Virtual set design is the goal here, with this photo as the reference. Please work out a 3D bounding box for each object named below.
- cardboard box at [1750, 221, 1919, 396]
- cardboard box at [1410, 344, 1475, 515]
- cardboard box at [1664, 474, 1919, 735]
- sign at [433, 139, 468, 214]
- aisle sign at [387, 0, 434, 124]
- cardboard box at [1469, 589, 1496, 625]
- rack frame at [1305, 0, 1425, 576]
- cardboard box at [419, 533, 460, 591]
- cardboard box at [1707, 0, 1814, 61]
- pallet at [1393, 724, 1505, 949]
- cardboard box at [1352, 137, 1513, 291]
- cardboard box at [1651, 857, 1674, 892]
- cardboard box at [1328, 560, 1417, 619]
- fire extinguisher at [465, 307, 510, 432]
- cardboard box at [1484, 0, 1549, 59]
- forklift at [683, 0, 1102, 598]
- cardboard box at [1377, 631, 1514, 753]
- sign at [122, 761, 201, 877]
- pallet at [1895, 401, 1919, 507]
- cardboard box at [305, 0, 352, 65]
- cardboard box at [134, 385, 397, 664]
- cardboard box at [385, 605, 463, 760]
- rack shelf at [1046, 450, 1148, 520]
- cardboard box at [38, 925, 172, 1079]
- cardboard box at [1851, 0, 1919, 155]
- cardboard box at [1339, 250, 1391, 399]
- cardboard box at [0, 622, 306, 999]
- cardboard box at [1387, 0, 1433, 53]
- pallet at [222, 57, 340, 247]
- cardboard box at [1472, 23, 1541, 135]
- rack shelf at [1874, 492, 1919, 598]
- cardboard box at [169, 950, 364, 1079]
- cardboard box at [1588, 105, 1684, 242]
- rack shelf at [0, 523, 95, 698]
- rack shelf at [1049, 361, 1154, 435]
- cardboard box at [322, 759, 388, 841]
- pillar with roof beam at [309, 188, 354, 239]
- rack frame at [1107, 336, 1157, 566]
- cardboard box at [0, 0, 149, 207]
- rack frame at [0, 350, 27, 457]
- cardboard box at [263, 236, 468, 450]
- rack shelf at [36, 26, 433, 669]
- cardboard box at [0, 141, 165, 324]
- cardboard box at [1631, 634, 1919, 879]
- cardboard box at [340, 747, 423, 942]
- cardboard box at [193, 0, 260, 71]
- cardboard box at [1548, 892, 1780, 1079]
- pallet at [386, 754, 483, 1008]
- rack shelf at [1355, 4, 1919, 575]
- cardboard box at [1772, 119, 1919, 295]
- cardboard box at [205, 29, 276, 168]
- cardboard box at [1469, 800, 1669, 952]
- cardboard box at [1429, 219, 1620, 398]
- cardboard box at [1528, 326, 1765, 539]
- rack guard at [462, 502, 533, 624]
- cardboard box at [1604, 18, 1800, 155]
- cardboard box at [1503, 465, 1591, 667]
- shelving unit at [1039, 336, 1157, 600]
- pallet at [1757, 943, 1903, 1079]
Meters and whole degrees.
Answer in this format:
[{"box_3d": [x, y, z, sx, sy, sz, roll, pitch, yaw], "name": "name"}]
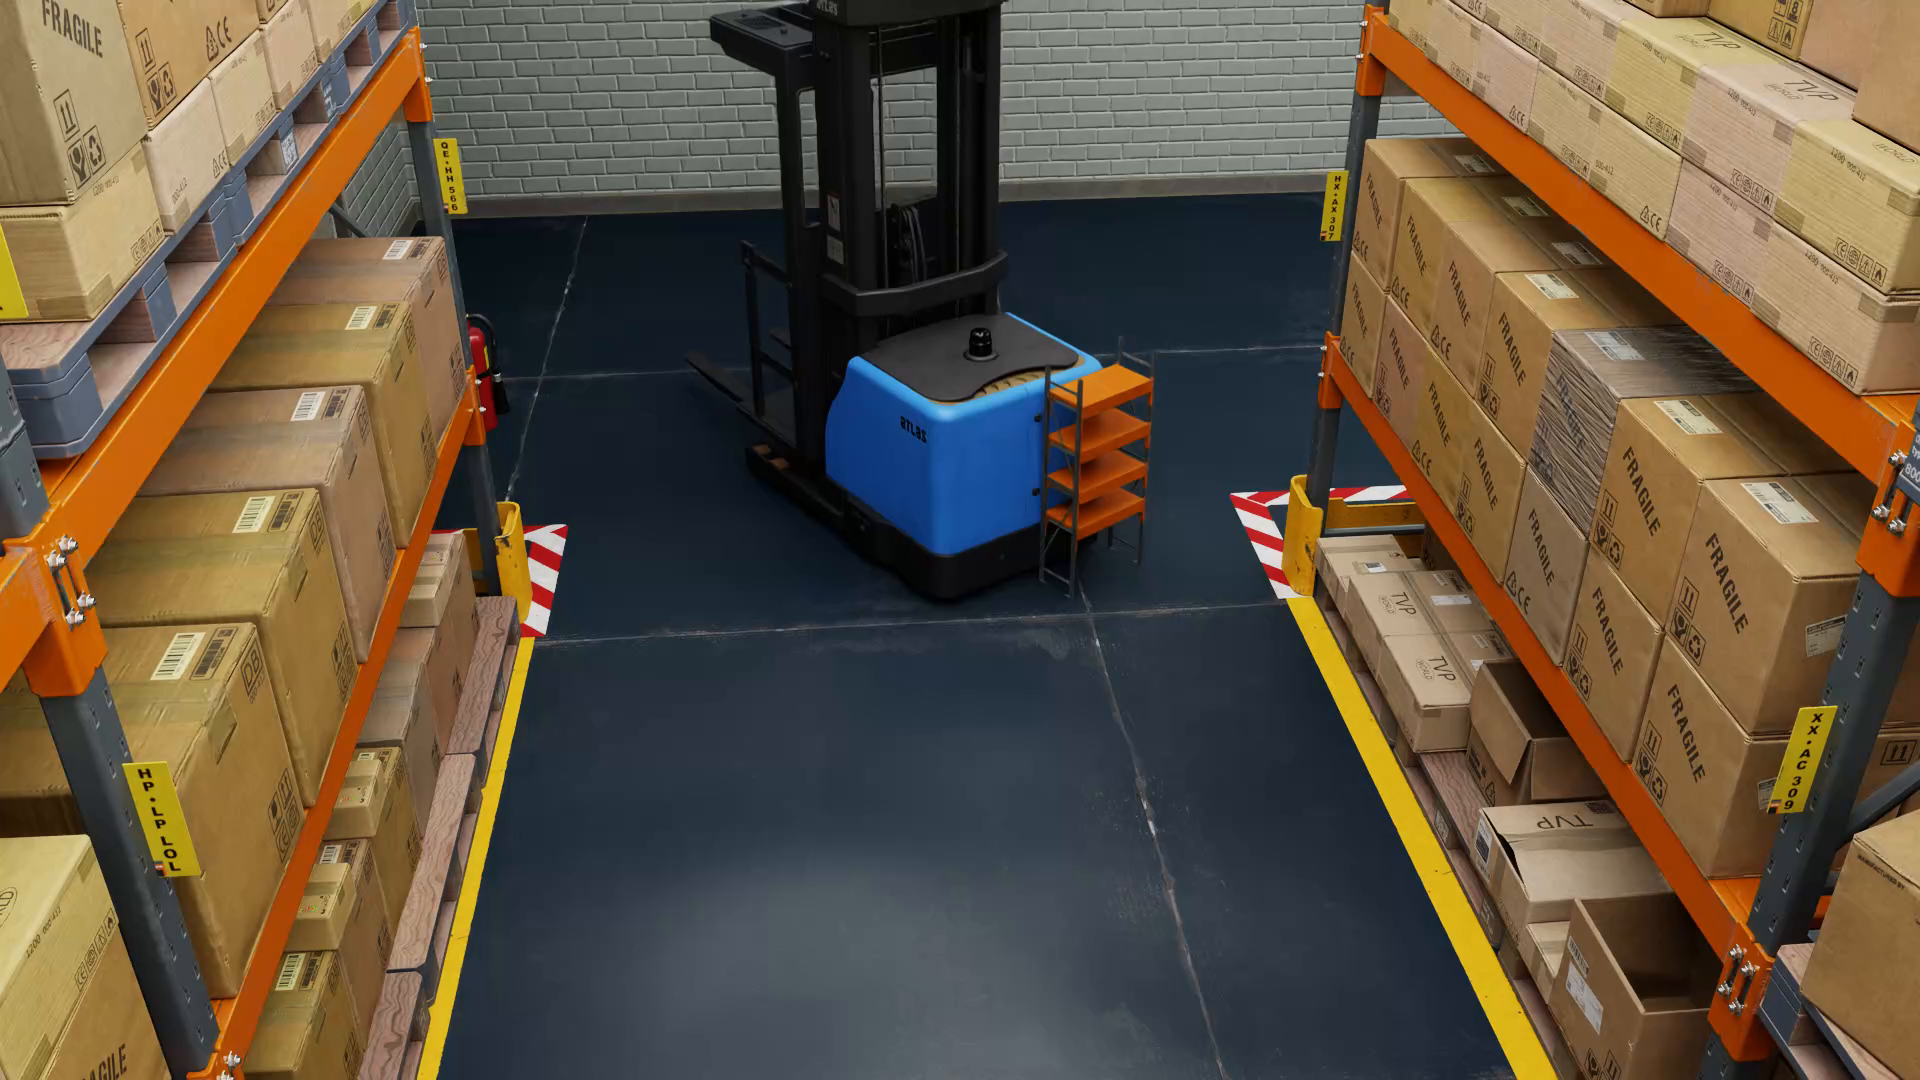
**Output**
[{"box_3d": [2.294, -0.576, 4.010, 0.500, 0.250, 0.500, -3, 31, -5], "name": "cardboard box"}, {"box_3d": [2.107, -0.443, 6.470, 0.500, 0.500, 0.500, -3, 31, -5], "name": "cardboard box"}, {"box_3d": [2.299, 0.165, 4.476, 0.500, 0.500, 0.500, -3, 31, -4], "name": "cardboard box"}, {"box_3d": [-2.159, -1.538, 7.039, 0.100, 0.325, 0.005, -3, 31, -5], "name": "sign"}, {"box_3d": [-2.409, -2.087, 6.784, 0.394, 0.787, 0.004, -3, 31, -5], "name": "aisle sign"}, {"box_3d": [2.475, 0.345, 7.581, 0.380, 0.166, 0.250, -3, 31, -5], "name": "cardboard box"}, {"box_3d": [2.231, -1.159, 7.766, 1.000, 3.000, 0.127, -3, 31, -5], "name": "rack frame"}, {"box_3d": [-2.343, 0.104, 7.047, 0.380, 0.149, 0.250, -3, 31, -5], "name": "cardboard box"}, {"box_3d": [2.563, -1.640, 4.574, 0.700, 0.500, 0.500, -3, 31, -5], "name": "cardboard box"}, {"box_3d": [2.424, 1.105, 6.694, 1.003, 0.211, 1.213, -3, 31, -5], "name": "pallet"}, {"box_3d": [2.010, -1.392, 7.083, 0.500, 0.500, 0.500, -2, 31, -3], "name": "cardboard box"}, {"box_3d": [2.690, 1.245, 6.075, 0.380, 0.166, 0.250, -3, 31, -5], "name": "cardboard box"}, {"box_3d": [1.951, 0.226, 7.780, 0.380, 0.166, 0.250, -3, 31, -5], "name": "cardboard box"}, {"box_3d": [-2.256, -0.826, 7.647, 0.296, 0.674, 0.183, -3, 31, -5], "name": "fire extinguisher"}, {"box_3d": [2.112, -1.812, 5.592, 0.500, 0.250, 0.500, -3, 31, -5], "name": "cardboard box"}, {"box_3d": [-0.550, -1.678, 8.701, 1.130, 2.935, 3.031, -20, 36, -30], "name": "forklift"}, {"box_3d": [2.092, 0.634, 7.016, 0.500, 0.250, 0.500, -3, 31, -5], "name": "cardboard box"}, {"box_3d": [-1.788, 0.628, 3.721, 0.100, 0.325, 0.005, -3, 31, -5], "name": "sign"}, {"box_3d": [2.595, 0.012, 3.063, 1.213, 0.211, 1.003, -3, 31, -5], "name": "pallet"}, {"box_3d": [-2.318, -1.740, 5.452, 0.500, 0.250, 0.500, -4, 31, -6], "name": "cardboard box"}, {"box_3d": [-2.502, -0.028, 5.580, 0.980, 0.700, 0.700, -4, 31, -7], "name": "cardboard box"}, {"box_3d": [-2.489, 0.581, 6.880, 0.700, 0.500, 0.500, -3, 31, -5], "name": "cardboard box"}, {"box_3d": [0.668, -0.289, 8.194, 0.480, 0.148, 0.258, -24, 38, -34], "name": "rack shelf"}, {"box_3d": [-2.033, 1.167, 3.465, 0.500, 0.500, 0.500, -3, 31, -5], "name": "cardboard box"}, {"box_3d": [2.521, -1.123, 3.708, 0.700, 0.500, 0.500, -3, 31, -5], "name": "cardboard box"}, {"box_3d": [2.010, -0.963, 7.340, 0.500, 0.500, 0.500, -2, 31, -4], "name": "cardboard box"}, {"box_3d": [-2.362, 0.716, 4.334, 0.980, 0.700, 0.700, -2, 31, -4], "name": "cardboard box"}, {"box_3d": [2.026, -2.108, 6.575, 0.500, 0.250, 0.500, -3, 31, -5], "name": "cardboard box"}, {"box_3d": [-2.504, -1.167, 4.940, 1.003, 0.211, 1.213, -3, 31, -5], "name": "pallet"}, {"box_3d": [2.108, -1.597, 5.720, 0.500, 0.250, 0.500, -3, 31, -5], "name": "cardboard box"}, {"box_3d": [2.791, 0.925, 2.052, 1.077, 0.370, 4.000, -3, 31, -5], "name": "rack shelf"}, {"box_3d": [-2.295, 1.628, 5.127, 0.700, 0.500, 0.500, -2, 31, -4], "name": "cardboard box"}, {"box_3d": [2.203, -1.087, 4.865, 0.500, 0.250, 0.500, -3, 31, -5], "name": "cardboard box"}, {"box_3d": [-2.140, 1.164, 1.652, 1.077, 0.370, 4.000, -3, 31, -5], "name": "rack shelf"}, {"box_3d": [0.668, -0.684, 7.957, 0.480, 0.148, 0.258, -24, 38, -34], "name": "rack shelf"}, {"box_3d": [-2.194, 0.900, 5.714, 0.380, 0.149, 0.250, -4, 31, -6], "name": "cardboard box"}, {"box_3d": [0.472, -5.039, 8.411, 9.100, 9.000, 0.400, -3, 31, -5], "name": "pillar with roof beam"}, {"box_3d": [0.853, -0.428, 8.296, 0.015, 1.200, 0.240, -24, 38, -34], "name": "rack frame"}, {"box_3d": [-2.115, -1.024, 3.522, 0.500, 0.500, 0.500, -3, 31, -5], "name": "cardboard box"}, {"box_3d": [-2.327, -1.453, 2.408, 1.000, 3.000, 0.127, -3, 31, -5], "name": "rack frame"}, {"box_3d": [-2.643, -0.789, 6.853, 0.980, 0.700, 0.700, -1, 31, -2], "name": "cardboard box"}, {"box_3d": [-2.514, -0.878, 5.071, 1.077, 0.370, 4.000, -3, 31, -5], "name": "rack shelf"}, {"box_3d": [-2.129, -0.690, 3.694, 0.500, 0.250, 0.500, -3, 31, -5], "name": "cardboard box"}, {"box_3d": [2.302, 0.597, 4.728, 0.500, 0.500, 0.500, -2, 31, -4], "name": "cardboard box"}, {"box_3d": [-2.384, 1.110, 5.995, 0.700, 0.500, 0.500, -2, 31, -3], "name": "cardboard box"}, {"box_3d": [-2.220, -1.538, 4.382, 0.500, 0.500, 0.500, -3, 31, -4], "name": "cardboard box"}, {"box_3d": [2.269, 1.490, 5.339, 0.500, 0.500, 0.500, -3, 31, -5], "name": "cardboard box"}, {"box_3d": [-2.438, 1.303, 6.363, 1.003, 0.211, 1.213, -3, 31, -5], "name": "pallet"}, {"box_3d": [2.418, -1.117, 5.471, 1.077, 0.370, 4.000, -3, 31, -5], "name": "rack shelf"}, {"box_3d": [2.289, -0.790, 3.882, 0.500, 0.250, 0.500, -3, 31, -5], "name": "cardboard box"}, {"box_3d": [-2.218, -1.212, 4.568, 0.500, 0.250, 0.500, -4, 31, -6], "name": "cardboard box"}, {"box_3d": [2.199, 1.188, 6.029, 0.500, 0.311, 0.500, -3, 31, -5], "name": "cardboard box"}, {"box_3d": [2.108, -0.870, 6.209, 0.500, 0.500, 0.500, -2, 31, -4], "name": "cardboard box"}, {"box_3d": [2.202, -0.354, 5.345, 0.500, 0.500, 0.500, -3, 31, -4], "name": "cardboard box"}, {"box_3d": [-2.703, 0.141, 8.027, 1.175, 0.500, 0.348, -3, 31, -5], "name": "rack guard"}, {"box_3d": [2.201, -1.301, 4.737, 0.500, 0.250, 0.500, -3, 31, -5], "name": "cardboard box"}, {"box_3d": [2.202, 0.072, 5.607, 0.500, 0.500, 0.500, -2, 31, -3], "name": "cardboard box"}, {"box_3d": [0.668, -0.347, 8.159, 0.503, 1.200, 0.258, -24, 38, -34], "name": "shelving unit"}, {"box_3d": [2.570, 1.379, 3.704, 1.003, 0.211, 1.213, -3, 31, -5], "name": "pallet"}]
